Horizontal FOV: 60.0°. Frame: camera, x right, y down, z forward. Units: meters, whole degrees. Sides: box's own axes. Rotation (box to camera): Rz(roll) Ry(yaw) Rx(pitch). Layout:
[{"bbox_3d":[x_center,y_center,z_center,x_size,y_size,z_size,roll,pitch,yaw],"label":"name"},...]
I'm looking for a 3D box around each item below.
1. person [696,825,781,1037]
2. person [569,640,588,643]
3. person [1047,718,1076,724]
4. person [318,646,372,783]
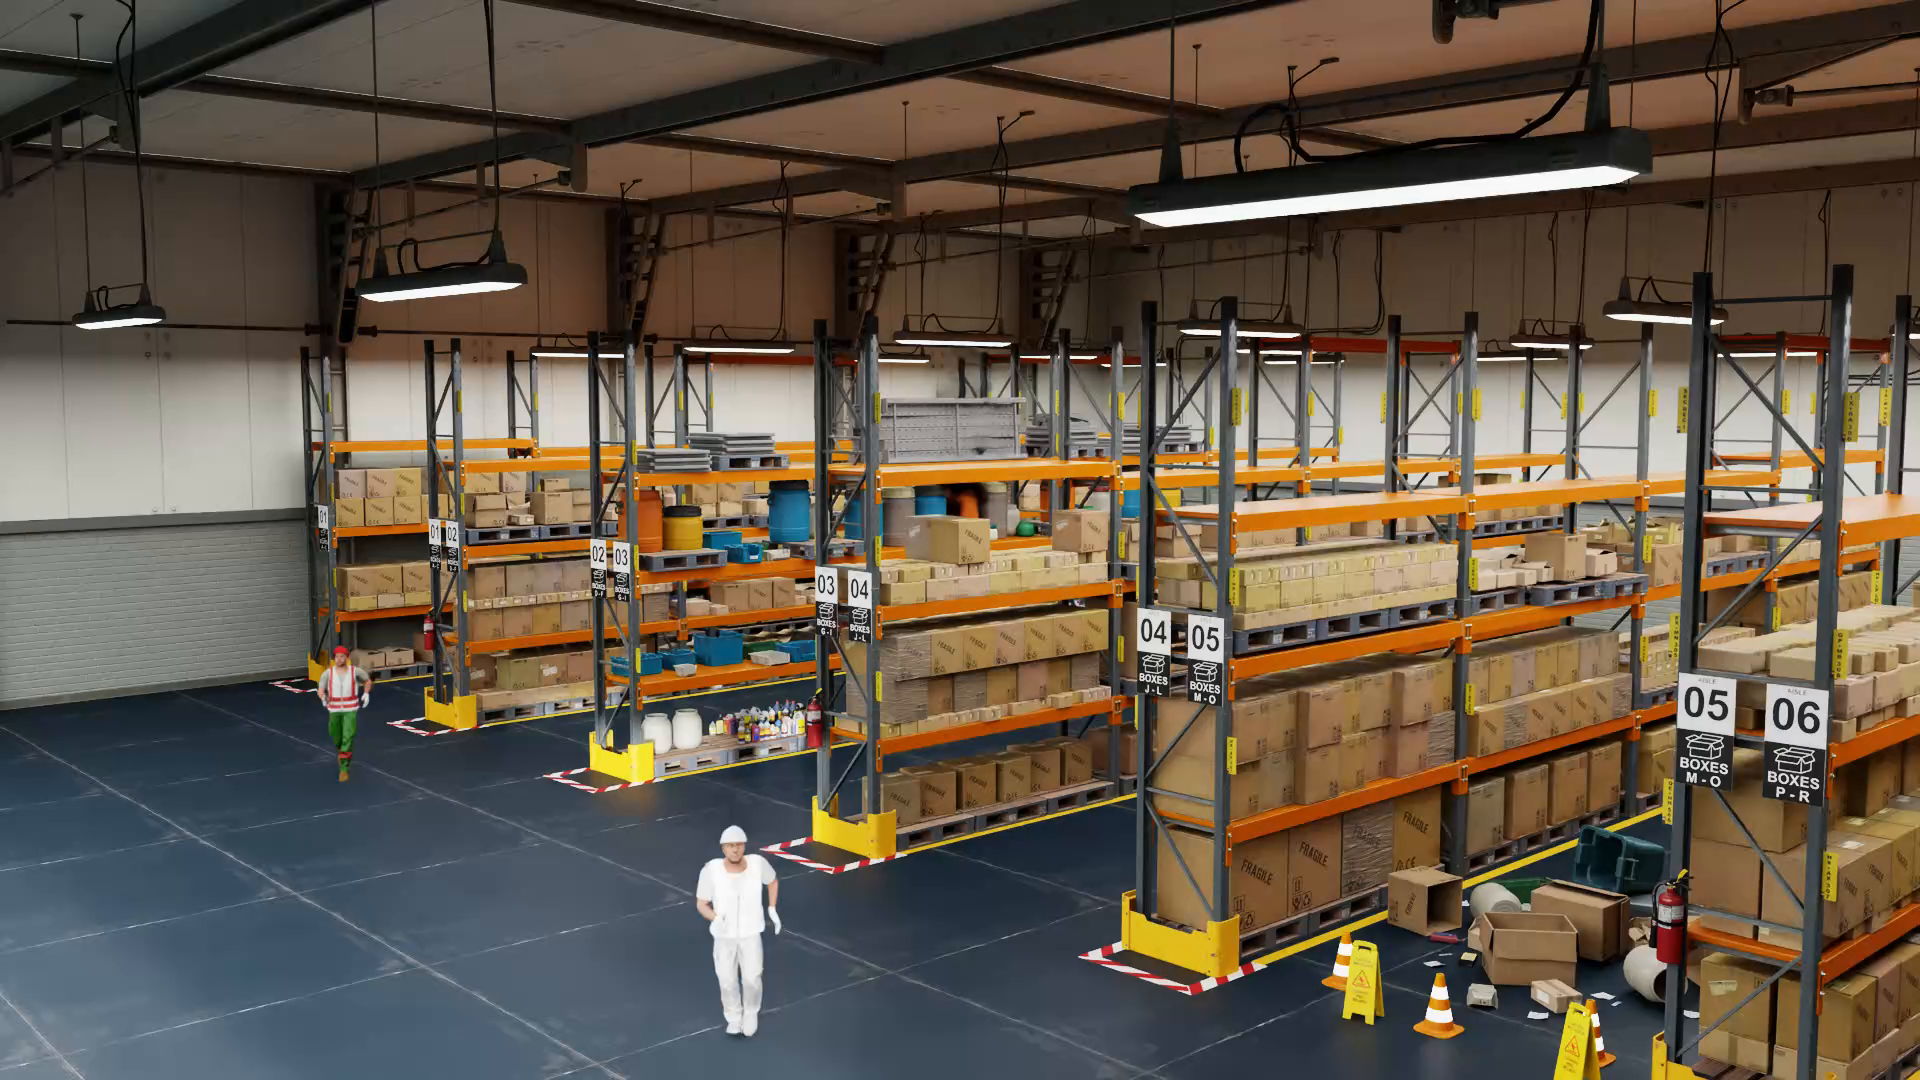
[{"bbox_3d":[-1.750,3.119,13.175,0.667,1.734,0.738,-1,5,-9],"label":"person"},{"bbox_3d":[-6.816,1.736,29.727,0.588,1.623,0.801,4,6,39],"label":"person"},{"bbox_3d":[1.462,1.844,24.616,0.711,1.746,0.728,4,7,42],"label":"person"},{"bbox_3d":[-8.317,2.314,22.473,0.671,1.774,0.957,-1,5,-13],"label":"person"}]
